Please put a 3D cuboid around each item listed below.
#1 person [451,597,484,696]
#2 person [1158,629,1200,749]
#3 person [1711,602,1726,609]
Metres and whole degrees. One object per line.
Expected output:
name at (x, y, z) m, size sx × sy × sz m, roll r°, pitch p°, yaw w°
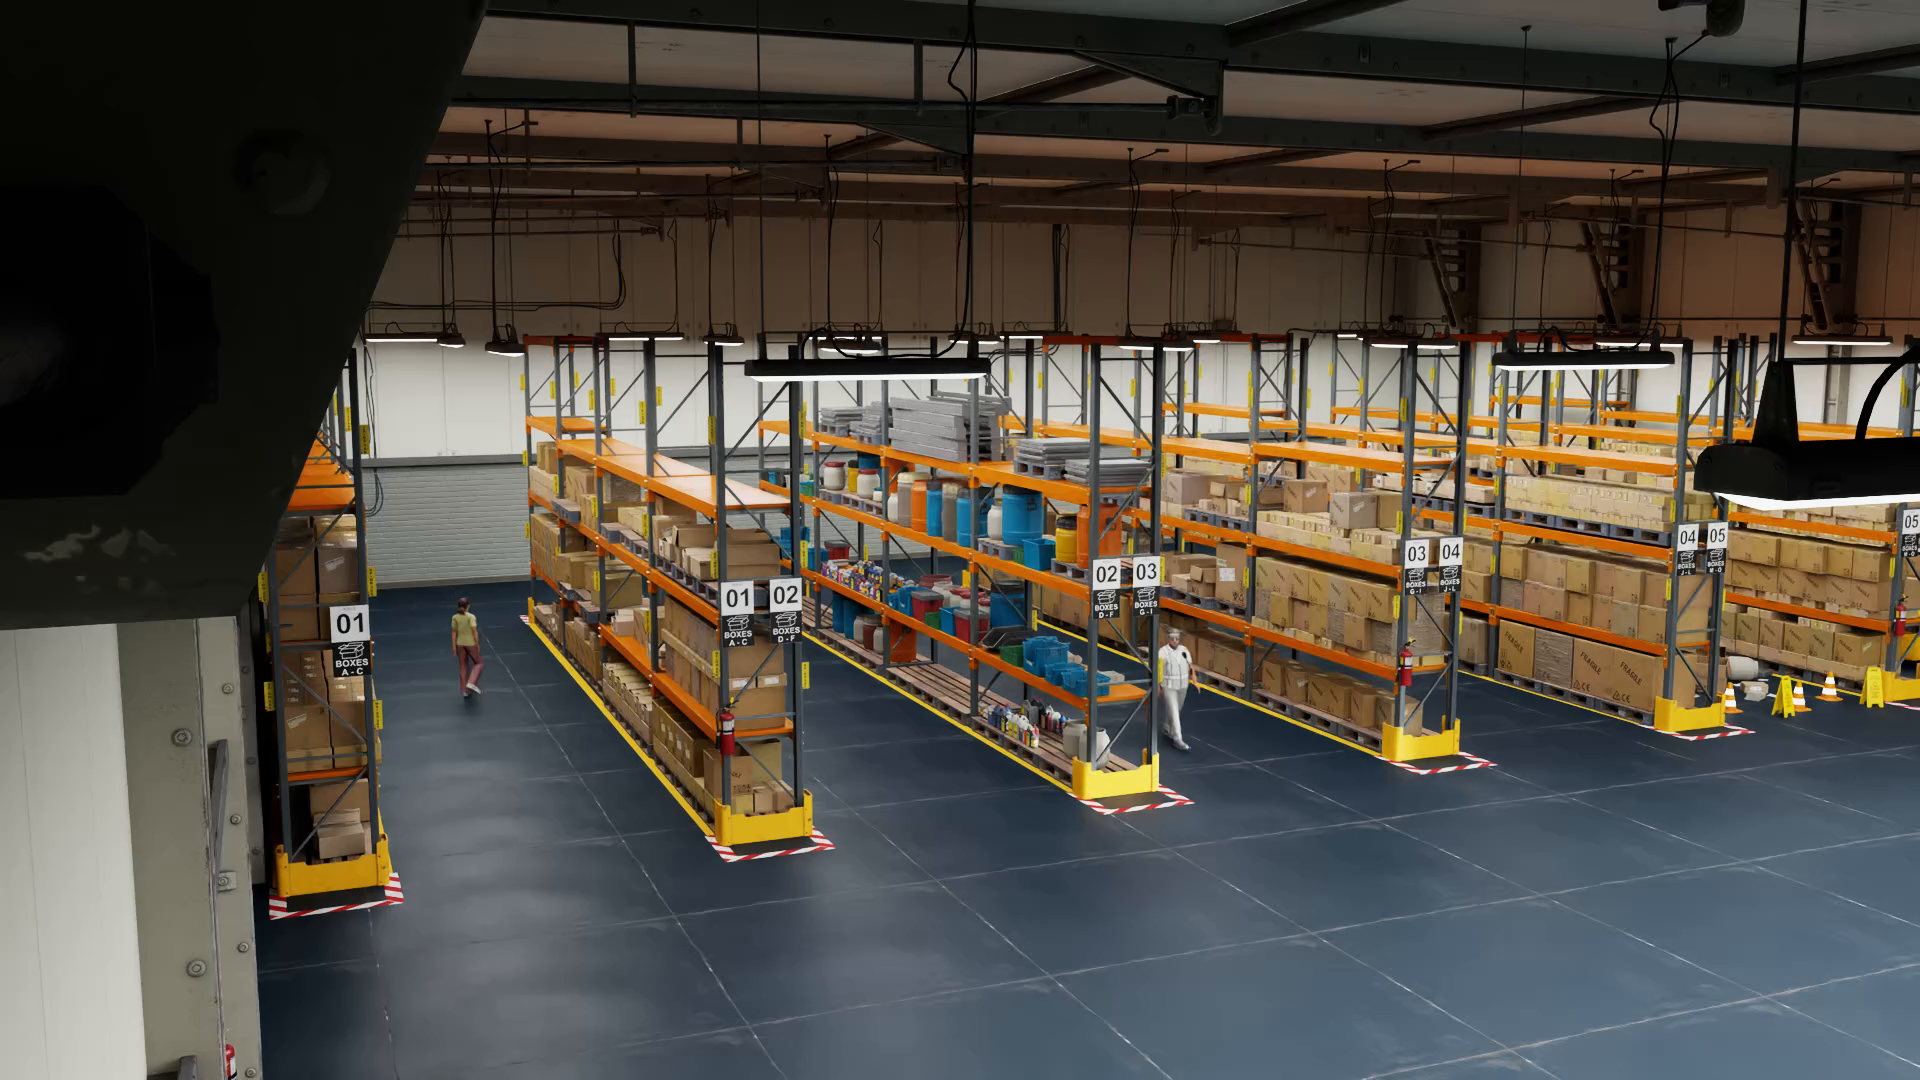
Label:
person at (-8.302, 1.799, 27.930) m, size 0.483 × 1.672 × 0.472 m, roll 1°, pitch 8°, yaw 8°
person at (3.237, 2.170, 24.726) m, size 0.565 × 1.723 × 0.951 m, roll -3°, pitch 8°, yaw -23°
person at (15.785, 0.962, 34.508) m, size 0.417 × 1.615 × 0.415 m, roll -7°, pitch 10°, yaw -43°
